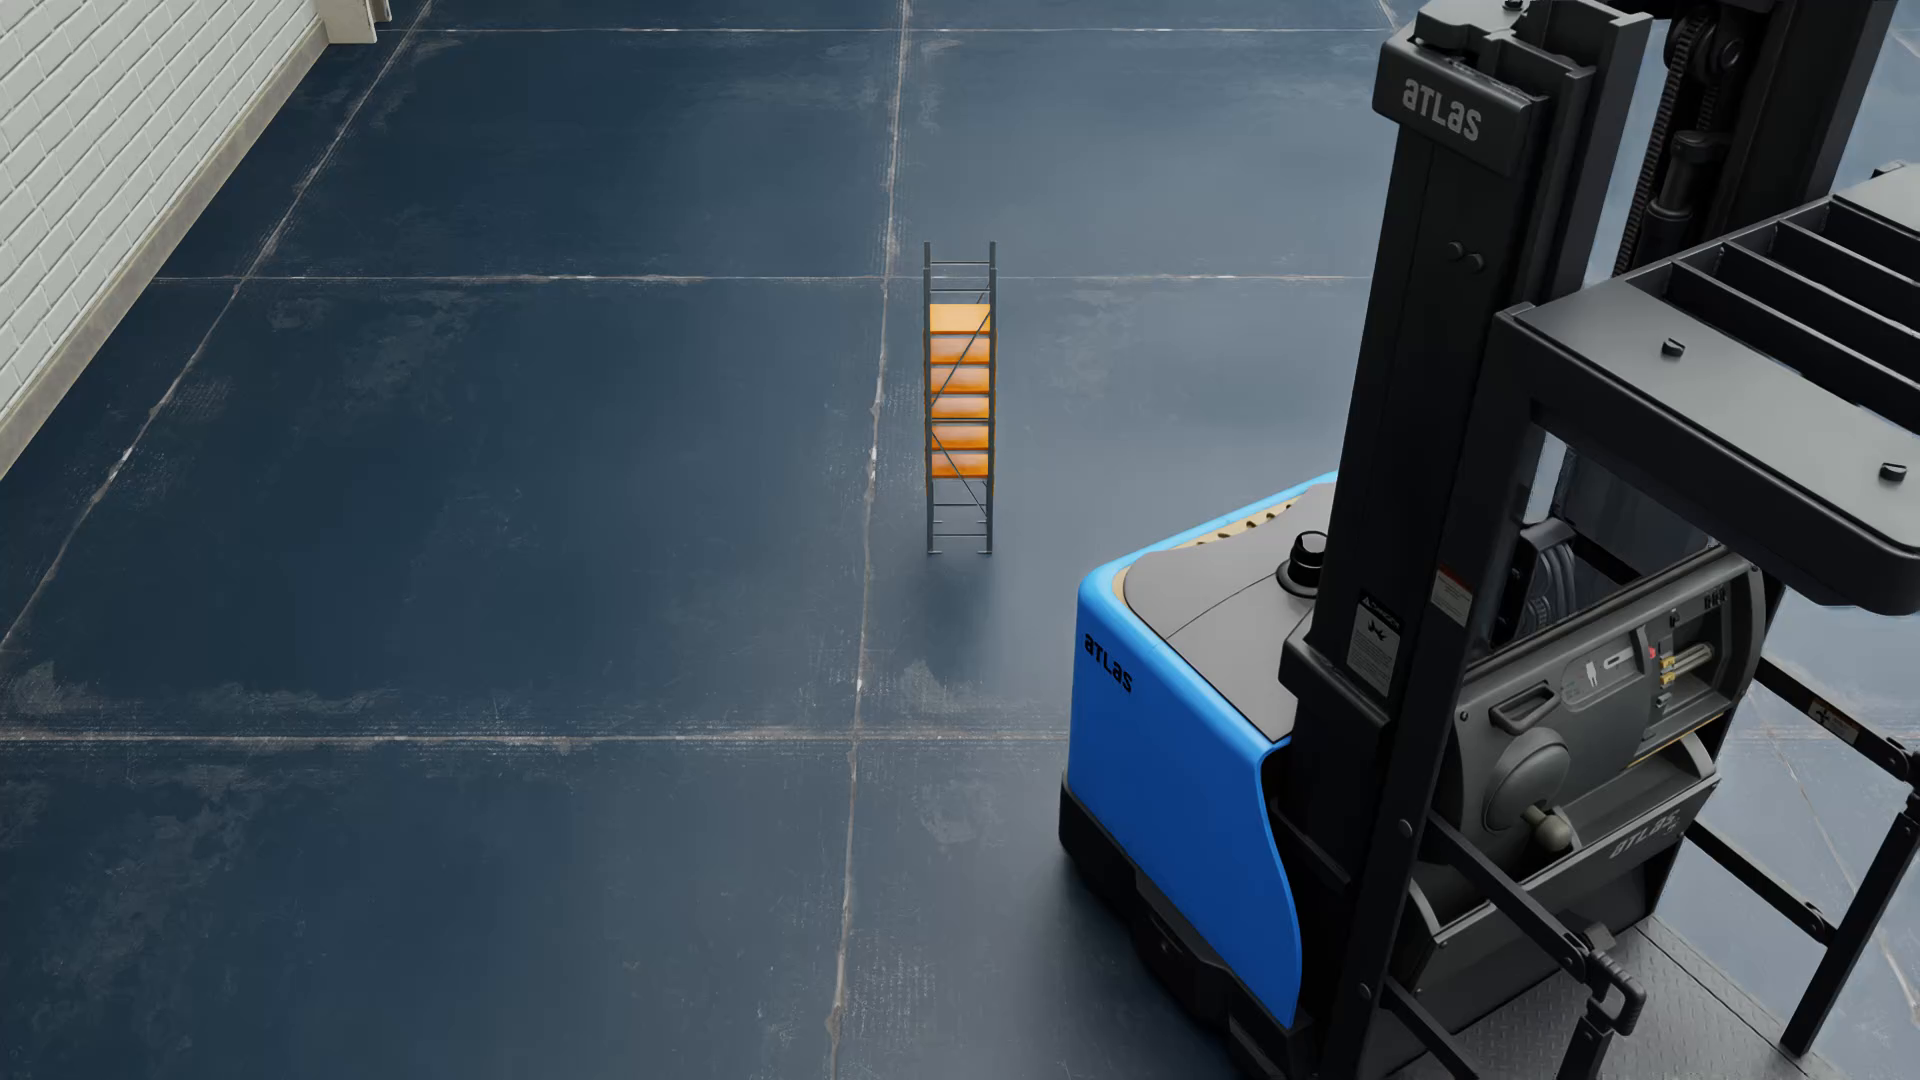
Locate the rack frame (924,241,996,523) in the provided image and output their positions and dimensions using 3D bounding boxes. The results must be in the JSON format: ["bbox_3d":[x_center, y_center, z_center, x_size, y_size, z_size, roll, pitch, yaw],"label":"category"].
[{"bbox_3d":[0.000,-0.534,5.957,0.240,1.200,0.006,0,39,0],"label":"rack frame"}]

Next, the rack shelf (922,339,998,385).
[{"bbox_3d":[0.000,-0.630,5.764,0.258,0.103,0.180,0,39,0],"label":"rack shelf"}]

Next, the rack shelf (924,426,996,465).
[{"bbox_3d":[0.000,-0.349,5.989,0.258,0.103,0.180,0,39,0],"label":"rack shelf"}]

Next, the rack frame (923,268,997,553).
[{"bbox_3d":[0.000,-0.420,5.815,0.240,1.200,0.006,0,39,0],"label":"rack frame"}]

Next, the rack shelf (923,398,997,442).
[{"bbox_3d":[0.000,-0.443,5.914,0.258,0.103,0.180,0,39,0],"label":"rack shelf"}]

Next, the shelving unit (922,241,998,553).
[{"bbox_3d":[0.000,-0.477,5.886,0.258,1.200,0.189,0,39,0],"label":"shelving unit"}]

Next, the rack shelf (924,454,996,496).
[{"bbox_3d":[0.000,-0.255,6.064,0.258,0.103,0.180,0,39,0],"label":"rack shelf"}]

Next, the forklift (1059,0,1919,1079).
[{"bbox_3d":[1.500,0.412,3.392,1.130,2.935,3.031,-21,43,-24],"label":"forklift"}]

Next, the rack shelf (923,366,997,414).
[{"bbox_3d":[0.000,-0.536,5.839,0.258,0.103,0.180,0,39,0],"label":"rack shelf"}]

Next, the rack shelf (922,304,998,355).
[{"bbox_3d":[0.000,-0.724,5.689,0.258,0.103,0.180,0,39,0],"label":"rack shelf"}]
